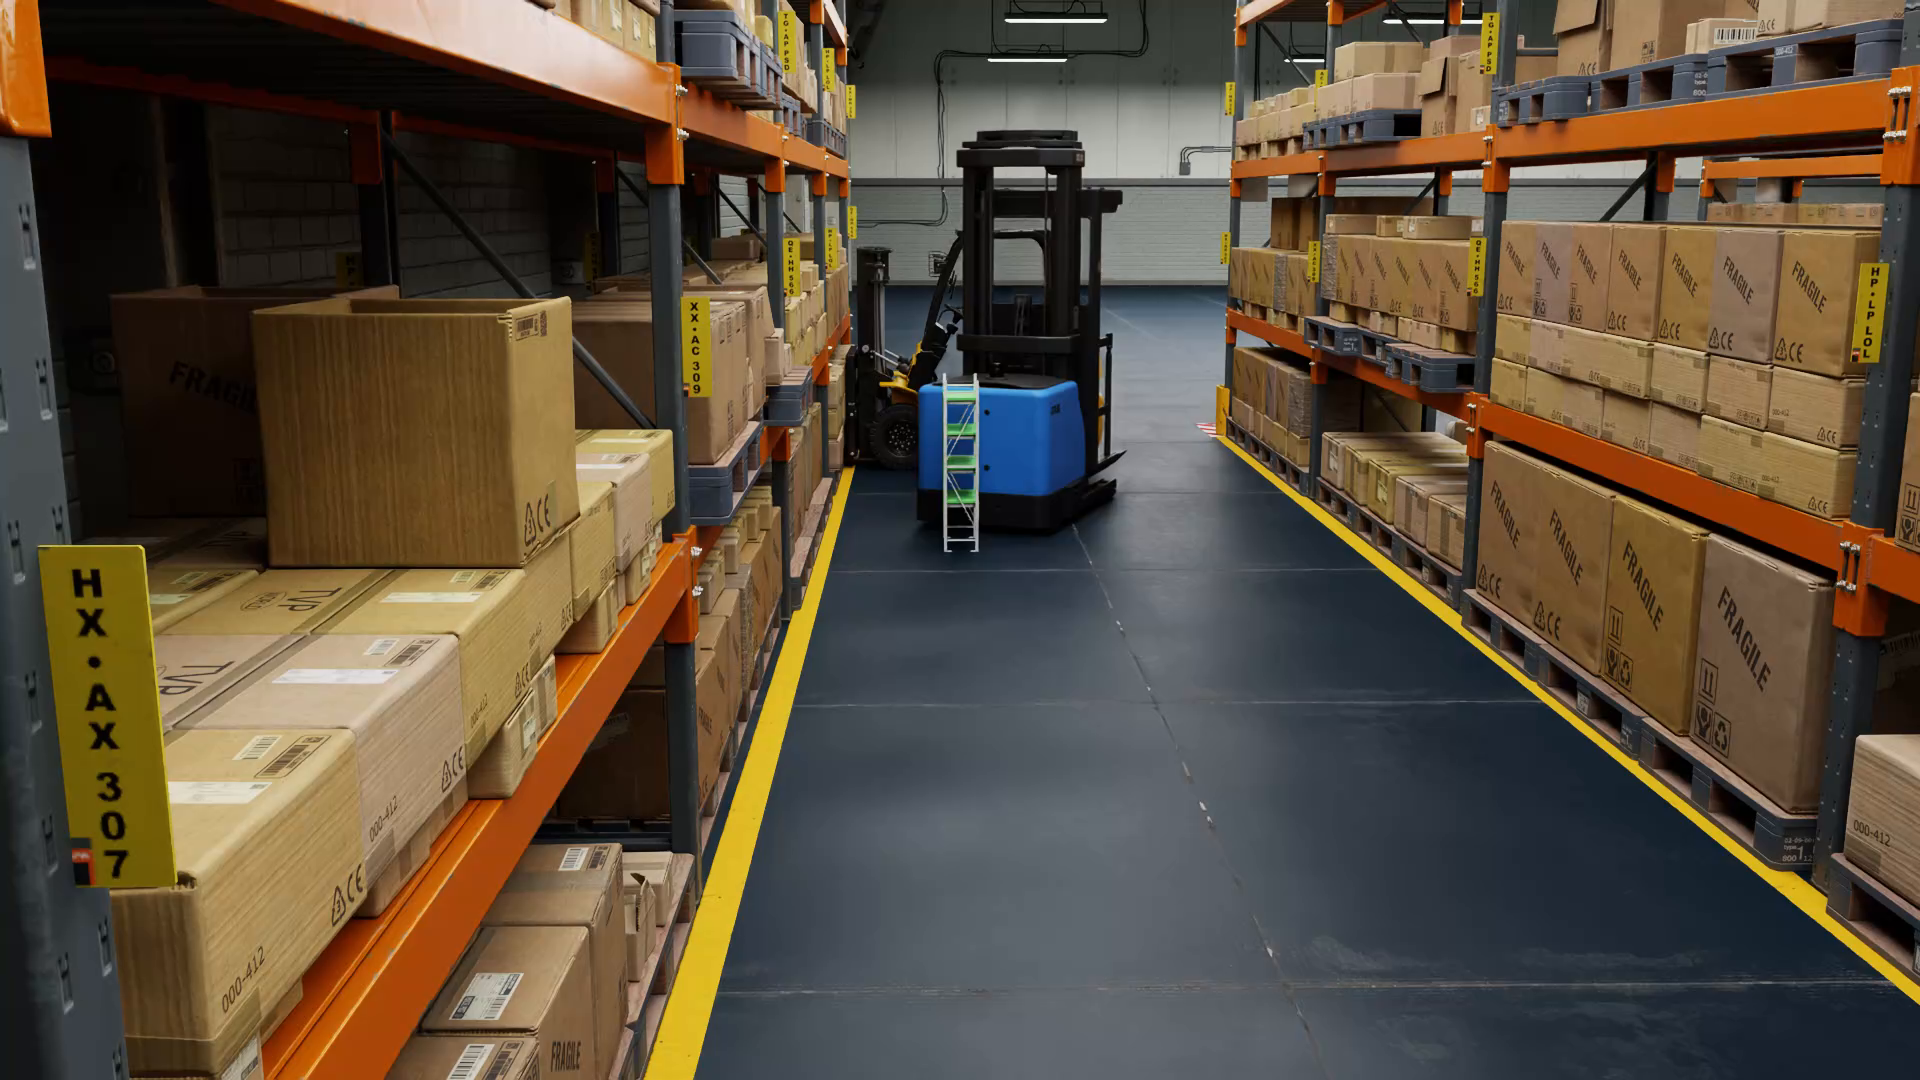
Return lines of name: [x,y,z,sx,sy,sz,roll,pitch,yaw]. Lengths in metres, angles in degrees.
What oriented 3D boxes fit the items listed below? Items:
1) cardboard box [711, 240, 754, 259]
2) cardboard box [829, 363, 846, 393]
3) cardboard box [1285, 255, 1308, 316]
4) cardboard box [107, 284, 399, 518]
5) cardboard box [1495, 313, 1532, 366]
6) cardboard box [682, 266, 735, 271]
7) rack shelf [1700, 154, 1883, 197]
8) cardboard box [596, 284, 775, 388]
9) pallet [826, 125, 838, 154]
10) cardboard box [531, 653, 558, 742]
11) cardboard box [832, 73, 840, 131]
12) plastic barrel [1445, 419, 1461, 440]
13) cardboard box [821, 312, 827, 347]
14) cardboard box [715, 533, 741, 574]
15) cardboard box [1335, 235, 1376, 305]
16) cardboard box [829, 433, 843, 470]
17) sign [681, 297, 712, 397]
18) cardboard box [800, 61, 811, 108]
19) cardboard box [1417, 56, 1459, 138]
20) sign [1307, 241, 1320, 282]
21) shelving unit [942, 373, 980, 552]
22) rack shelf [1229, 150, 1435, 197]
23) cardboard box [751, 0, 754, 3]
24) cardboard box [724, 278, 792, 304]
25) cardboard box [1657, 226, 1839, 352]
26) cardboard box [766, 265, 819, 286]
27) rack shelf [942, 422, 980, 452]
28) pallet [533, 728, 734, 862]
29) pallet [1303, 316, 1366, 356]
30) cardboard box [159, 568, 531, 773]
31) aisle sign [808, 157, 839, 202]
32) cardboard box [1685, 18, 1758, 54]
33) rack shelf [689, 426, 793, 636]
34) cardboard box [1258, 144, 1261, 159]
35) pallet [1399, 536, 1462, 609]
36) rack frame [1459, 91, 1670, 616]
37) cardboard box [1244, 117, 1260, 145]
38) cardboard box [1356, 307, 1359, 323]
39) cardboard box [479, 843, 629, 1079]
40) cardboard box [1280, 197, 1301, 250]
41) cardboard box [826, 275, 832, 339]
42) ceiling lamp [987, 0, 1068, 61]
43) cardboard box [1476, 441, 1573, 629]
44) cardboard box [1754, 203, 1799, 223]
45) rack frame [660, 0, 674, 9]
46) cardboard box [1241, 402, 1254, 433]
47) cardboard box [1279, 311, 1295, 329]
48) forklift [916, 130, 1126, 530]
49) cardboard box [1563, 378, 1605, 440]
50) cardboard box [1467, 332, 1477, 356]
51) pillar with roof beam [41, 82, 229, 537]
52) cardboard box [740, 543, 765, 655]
cardboard box: [-1.883,-2.369,13.561,0.380,0.149,0.250,0,11,-1]
cardboard box: [-1.293,-1.440,14.959,0.500,0.250,0.500,0,11,1]
cardboard box: [3.113,-2.200,14.357,0.500,0.500,0.500,0,11,1]
cardboard box: [-1.644,-0.347,3.966,0.500,0.500,0.500,-1,11,-3]
cardboard box: [3.234,-1.090,9.007,0.500,0.250,0.500,0,11,-2]
cardboard box: [-1.819,-1.887,11.932,0.380,0.149,0.250,0,11,-1]
rack shelf: [8.294,-3.371,15.394,1.077,0.370,4.000,0,11,-1]
cardboard box: [-1.273,-0.932,7.791,0.797,0.503,0.637,-1,11,-2]
pallet: [-1.640,-3.632,15.096,1.003,0.211,1.213,0,11,-1]
cardboard box: [-1.062,0.339,3.474,0.380,0.149,0.250,0,11,0]
cardboard box: [-1.483,-4.072,15.483,0.700,0.500,0.500,0,11,-1]
plastic barrel: [4.862,-0.943,15.645,0.512,0.421,0.421,9,15,38]
cardboard box: [-1.303,-1.621,12.885,0.500,0.250,0.500,0,11,0]
cardboard box: [-1.229,0.063,7.802,0.380,0.149,0.250,-1,11,-4]
cardboard box: [3.122,-2.022,12.425,0.500,0.500,0.500,0,11,-1]
cardboard box: [-1.253,-0.750,14.070,0.500,0.250,0.500,0,11,-1]
sign: [-0.867,-0.632,5.452,0.100,0.325,0.005,0,11,-1]
cardboard box: [-1.300,-3.180,11.561,0.500,0.311,0.500,-1,11,-3]
cardboard box: [3.411,-2.844,10.728,0.797,0.503,0.637,0,11,-1]
sign: [2.846,-2.236,13.358,0.100,0.325,0.005,0,11,-1]
shelving unit: [0.003,-0.555,11.778,0.258,1.200,0.503,0,11,-1]
rack shelf: [3.347,-3.330,15.195,1.077,0.370,4.000,0,11,-1]
cardboard box: [-1.067,-2.318,6.974,0.380,0.149,0.250,0,11,-1]
cardboard box: [-1.211,-1.483,9.944,0.380,0.149,0.250,0,11,0]
cardboard box: [3.284,-1.055,6.951,0.500,0.500,0.500,0,11,1]
cardboard box: [-1.232,-1.942,12.205,0.380,0.149,0.250,-1,11,-3]
rack shelf: [0.003,-0.728,11.743,0.258,0.148,0.480,0,11,-1]
pallet: [-1.464,1.001,6.593,1.003,0.211,1.213,0,11,-1]
pallet: [3.258,-1.569,12.730,1.003,0.211,1.213,0,11,-1]
cardboard box: [-1.091,0.227,3.026,0.500,0.250,0.500,0,11,-2]
aisle sign: [-1.365,-3.878,17.089,0.394,0.787,0.004,0,11,-1]
cardboard box: [3.364,-2.162,7.157,0.380,0.166,0.250,1,11,4]
rack shelf: [-1.450,-0.249,7.551,1.077,0.370,4.000,0,11,-1]
cardboard box: [3.083,-3.736,16.019,0.380,0.149,0.250,0,11,-2]
pallet: [3.456,0.191,10.586,1.003,0.211,1.213,0,11,-1]
rack frame: [3.471,-1.020,9.543,1.000,3.000,0.127,0,11,-1]
cardboard box: [3.050,-3.951,16.077,0.500,0.250,0.500,0,11,-2]
cardboard box: [3.162,-1.681,12.377,0.380,0.149,0.250,1,11,2]
cardboard box: [-1.245,1.112,4.264,0.700,0.500,0.500,-1,11,-3]
cardboard box: [3.537,-3.094,16.251,0.700,0.500,0.500,0,11,-1]
cardboard box: [-1.323,-1.932,13.788,0.500,0.500,0.500,-1,11,-3]
ceiling lamp: [1.665,-13.463,41.105,2.000,3.185,0.800,0,11,-1]
cardboard box: [3.402,-0.047,9.034,0.875,0.875,0.875,0,11,-2]
cardboard box: [8.201,-2.959,16.006,0.875,0.550,0.550,0,11,-1]
rack frame: [-1.409,-3.144,4.923,1.000,3.000,0.127,0,11,-1]
cardboard box: [3.049,-1.206,16.317,0.500,0.250,0.500,0,11,1]
cardboard box: [3.052,-1.957,14.792,0.380,0.149,0.250,0,11,-2]
forklift: [0.654,-1.761,13.370,1.130,2.935,3.031,4,12,19]
cardboard box: [3.263,-0.642,8.056,0.500,0.250,0.500,0,11,1]
cardboard box: [3.229,-1.167,9.843,0.380,0.149,0.250,0,11,1]
pillar with roof beam: [2.008,-3.020,4.310,9.100,9.000,0.400,0,11,-1]
cardboard box: [-1.255,0.307,8.232,0.500,0.500,0.500,0,11,1]
